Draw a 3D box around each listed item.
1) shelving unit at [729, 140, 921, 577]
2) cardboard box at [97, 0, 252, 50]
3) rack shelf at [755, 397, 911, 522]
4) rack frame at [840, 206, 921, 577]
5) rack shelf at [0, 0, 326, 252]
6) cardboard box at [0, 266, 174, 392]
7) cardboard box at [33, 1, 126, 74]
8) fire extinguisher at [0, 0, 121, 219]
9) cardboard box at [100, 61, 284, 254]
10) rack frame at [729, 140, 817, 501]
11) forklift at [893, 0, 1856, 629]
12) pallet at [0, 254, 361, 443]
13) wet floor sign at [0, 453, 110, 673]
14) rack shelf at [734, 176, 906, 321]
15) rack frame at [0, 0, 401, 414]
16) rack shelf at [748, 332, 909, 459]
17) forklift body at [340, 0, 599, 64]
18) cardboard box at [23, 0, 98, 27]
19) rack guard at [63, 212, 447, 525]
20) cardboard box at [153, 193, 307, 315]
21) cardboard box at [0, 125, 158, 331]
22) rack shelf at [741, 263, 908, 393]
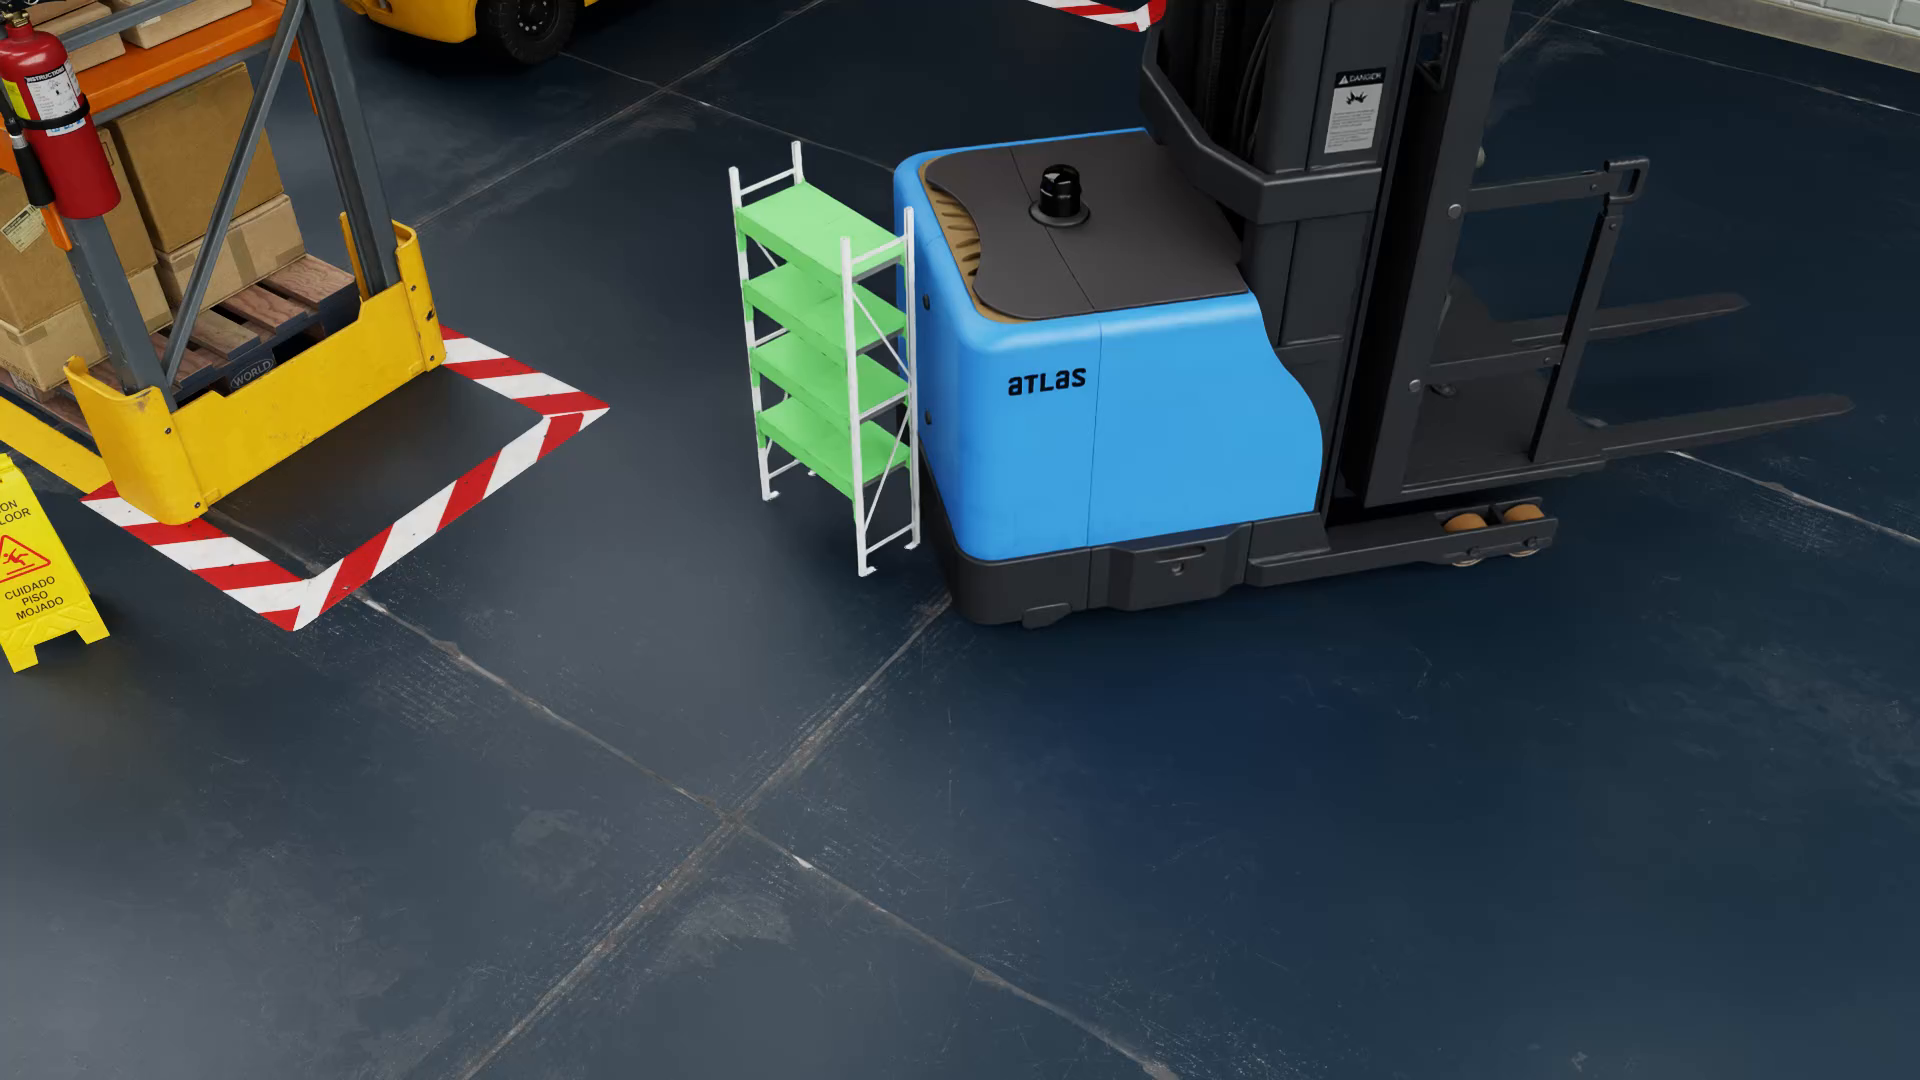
[{"bbox_3d":[-0.382,-0.509,4.919,0.258,1.200,0.503,-31,50,-30],"label":"shelving unit"},{"bbox_3d":[-2.397,-1.652,5.035,0.250,0.149,0.380,25,48,25],"label":"cardboard box"},{"bbox_3d":[-0.382,-0.282,5.122,0.258,0.148,0.480,-31,50,-30],"label":"rack shelf"},{"bbox_3d":[-0.218,-0.388,4.784,0.240,1.200,0.015,-31,50,-30],"label":"rack frame"},{"bbox_3d":[-3.875,-2.000,5.776,4.000,0.370,1.077,25,48,25],"label":"rack shelf"},{"bbox_3d":[-3.073,-0.806,5.649,0.500,0.250,0.500,25,47,25],"label":"cardboard box"},{"bbox_3d":[-2.666,-1.436,4.793,0.250,0.149,0.380,27,48,27],"label":"cardboard box"},{"bbox_3d":[-2.408,-1.178,4.376,0.183,0.674,0.296,25,48,25],"label":"fire extinguisher"},{"bbox_3d":[-2.759,-1.383,5.730,0.500,0.500,0.500,24,47,24],"label":"cardboard box"},{"bbox_3d":[-0.546,-0.630,5.054,0.240,1.200,0.015,-31,50,-30],"label":"rack frame"},{"bbox_3d":[1.362,-1.346,4.556,3.031,2.935,1.130,-9,43,-10],"label":"forklift"},{"bbox_3d":[-2.944,-0.823,6.011,1.213,0.211,1.003,25,48,25],"label":"pallet"},{"bbox_3d":[-2.696,0.032,4.731,0.267,0.644,0.232,-25,48,-25],"label":"wet floor sign"},{"bbox_3d":[-0.382,-0.819,4.641,0.258,0.148,0.480,-31,50,-30],"label":"rack shelf"},{"bbox_3d":[-2.237,-1.503,4.680,0.127,3.000,1.000,25,48,25],"label":"rack frame"},{"bbox_3d":[-0.382,-0.461,4.962,0.258,0.148,0.480,-31,50,-30],"label":"rack shelf"},{"bbox_3d":[-1.990,-3.628,7.691,1.214,2.155,2.313,25,48,25],"label":"forklift body"},{"bbox_3d":[-2.840,-1.708,4.612,0.500,0.500,0.500,24,47,25],"label":"cardboard box"},{"bbox_3d":[-2.300,-0.600,5.546,0.348,0.500,1.175,25,48,25],"label":"rack guard"},{"bbox_3d":[-2.739,-1.094,5.971,0.500,0.250,0.500,25,47,25],"label":"cardboard box"},{"bbox_3d":[-3.043,-1.078,5.390,0.500,0.500,0.500,25,48,26],"label":"cardboard box"},{"bbox_3d":[-0.382,-0.640,4.802,0.258,0.148,0.480,-31,50,-30],"label":"rack shelf"}]
